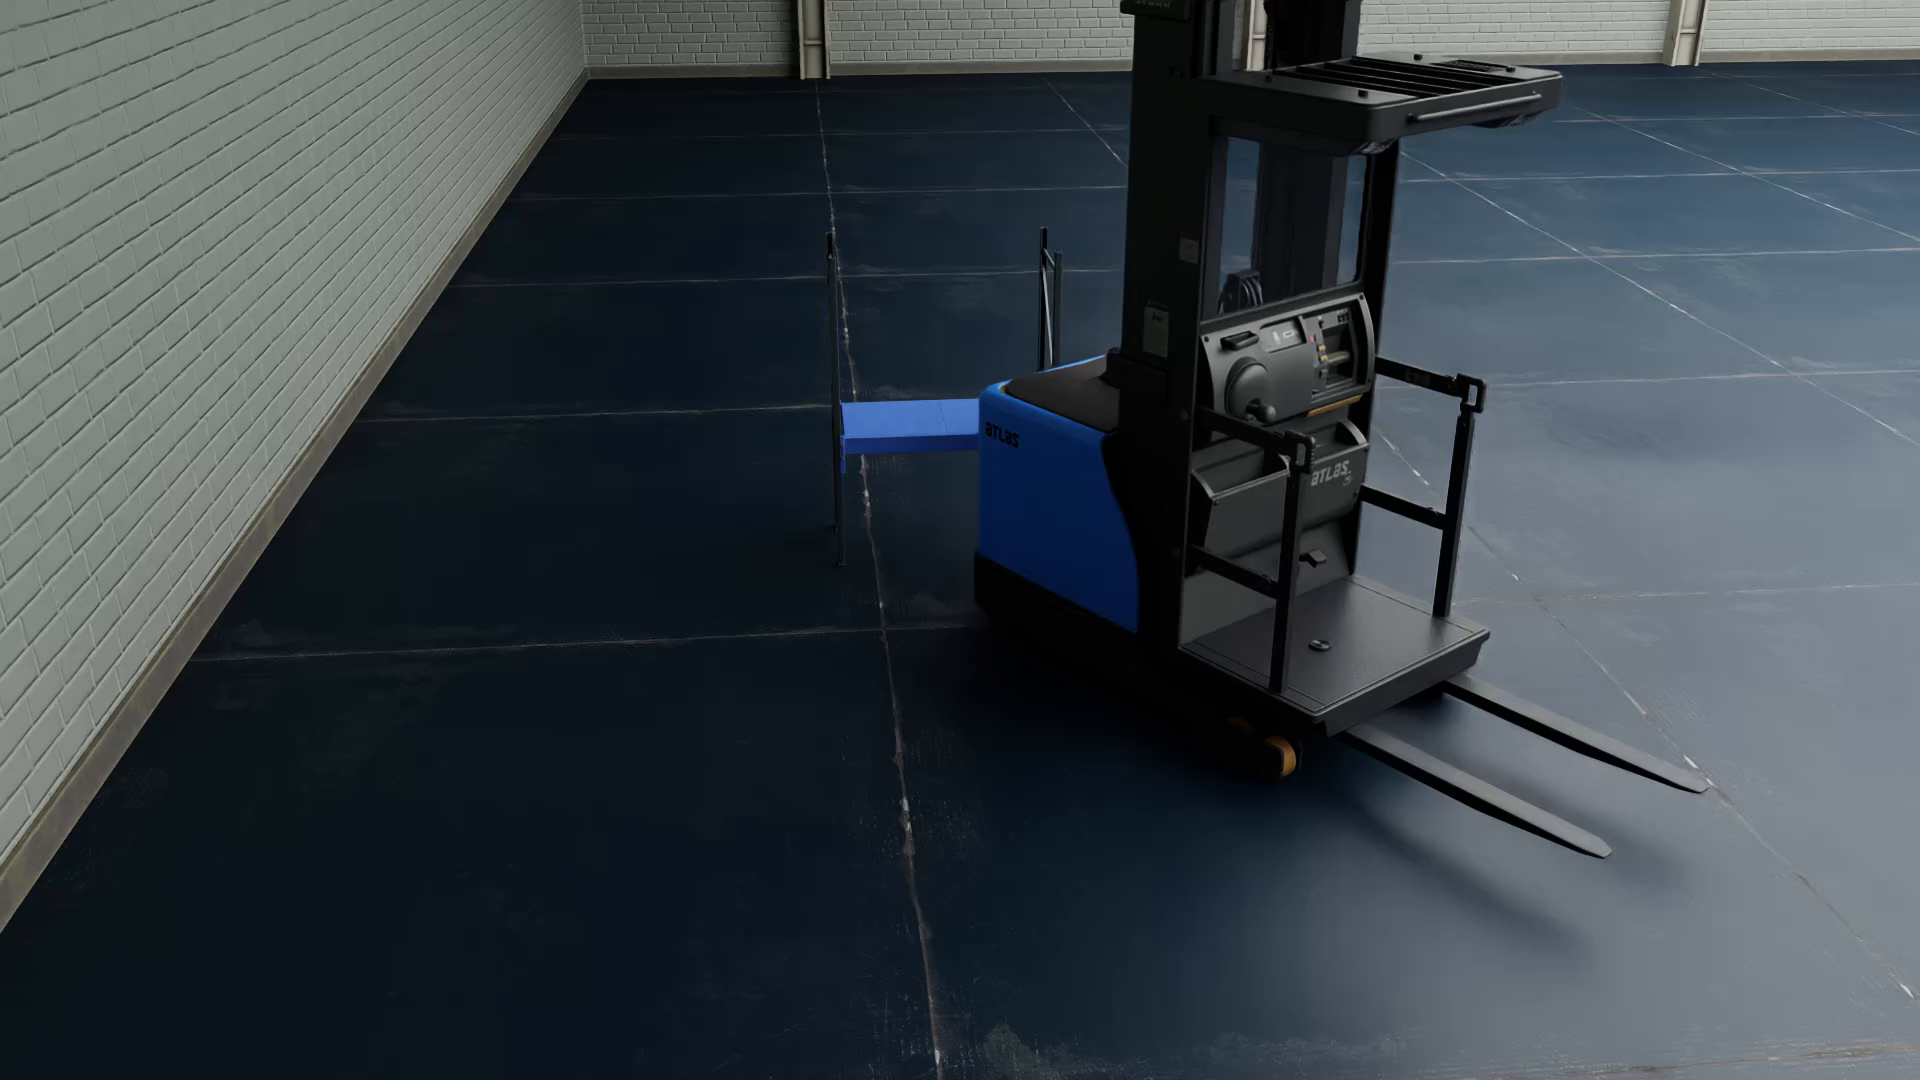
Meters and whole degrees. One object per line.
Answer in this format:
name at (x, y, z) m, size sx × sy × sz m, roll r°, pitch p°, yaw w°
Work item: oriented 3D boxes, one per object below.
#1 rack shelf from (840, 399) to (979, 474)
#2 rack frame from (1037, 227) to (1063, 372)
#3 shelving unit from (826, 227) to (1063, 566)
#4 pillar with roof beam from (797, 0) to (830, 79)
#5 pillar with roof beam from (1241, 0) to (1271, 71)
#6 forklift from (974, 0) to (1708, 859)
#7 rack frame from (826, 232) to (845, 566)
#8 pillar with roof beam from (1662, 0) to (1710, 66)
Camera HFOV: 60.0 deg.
rack shelf at (-0.085, -0.518, 8.011) m, size 1.000 × 0.185 × 0.538 m, roll -2°, pitch 24°, yaw -5°
rack frame at (0.421, -0.702, 7.983) m, size 0.032 × 1.500 × 0.500 m, roll -2°, pitch 24°, yaw -5°
shelving unit at (-0.085, -0.682, 7.938) m, size 1.048 × 1.500 × 0.538 m, roll -2°, pitch 24°, yaw -5°
pillar with roof beam at (-1.502, -8.517, 16.333) m, size 0.400 × 9.000 × 9.100 m, roll -2°, pitch 24°, yaw -5°
pillar with roof beam at (4.469, -8.757, 16.872) m, size 0.400 × 9.000 × 9.100 m, roll -2°, pitch 24°, yaw -5°
forklift at (1.385, -0.668, 6.145) m, size 1.130 × 2.935 × 3.031 m, roll -18°, pitch 30°, yaw -35°
rack frame at (-0.591, -0.662, 7.892) m, size 0.032 × 1.500 × 0.500 m, roll -2°, pitch 24°, yaw -5°
pillar with roof beam at (10.440, -8.996, 17.411) m, size 0.400 × 9.000 × 9.100 m, roll -2°, pitch 24°, yaw -5°
